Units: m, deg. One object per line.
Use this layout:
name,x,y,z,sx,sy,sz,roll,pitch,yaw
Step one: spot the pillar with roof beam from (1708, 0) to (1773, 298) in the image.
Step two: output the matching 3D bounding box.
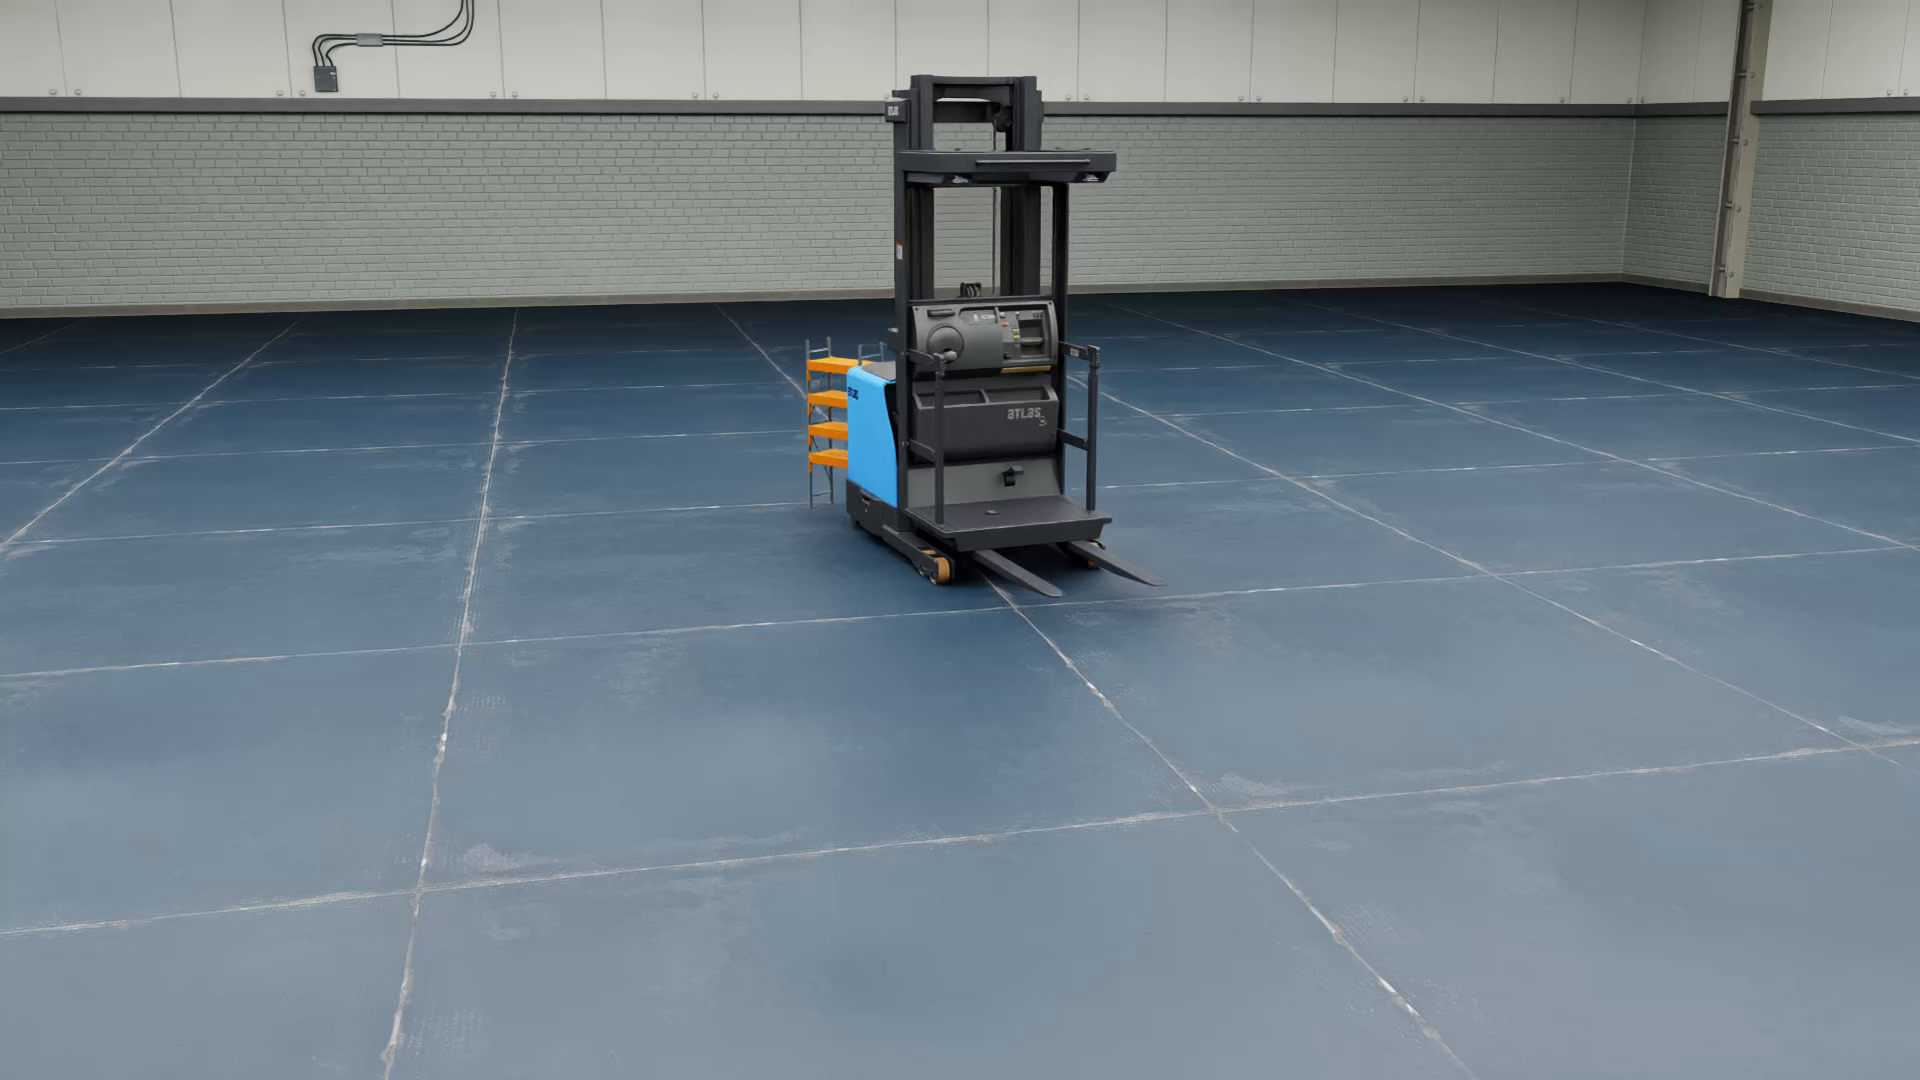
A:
pillar with roof beam,8.330,-8.115,25.181,9.100,9.000,0.400,-3,14,-13

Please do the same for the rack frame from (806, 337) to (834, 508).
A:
rack frame,-0.995,-0.831,11.799,0.015,1.200,0.240,11,17,37

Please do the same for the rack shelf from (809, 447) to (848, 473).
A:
rack shelf,-0.803,-0.537,11.715,0.480,0.148,0.258,11,17,37

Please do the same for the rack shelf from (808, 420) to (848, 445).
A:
rack shelf,-0.803,-0.729,11.668,0.480,0.148,0.258,11,17,37

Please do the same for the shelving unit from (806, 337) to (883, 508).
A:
shelving unit,-0.803,-0.795,11.652,0.503,1.200,0.258,11,17,37

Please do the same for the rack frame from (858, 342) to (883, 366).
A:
rack frame,-0.611,-0.759,11.506,0.015,1.200,0.240,11,17,37

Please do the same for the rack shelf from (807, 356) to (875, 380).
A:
rack shelf,-0.803,-1.177,11.559,0.480,0.148,0.258,11,17,37

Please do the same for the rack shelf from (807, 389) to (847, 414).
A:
rack shelf,-0.803,-0.947,11.615,0.480,0.148,0.258,11,17,37

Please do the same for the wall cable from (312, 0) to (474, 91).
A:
wall cable,-8.279,-9.530,23.807,2.305,6.003,0.169,-3,14,-13

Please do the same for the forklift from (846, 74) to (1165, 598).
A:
forklift,0.239,-1.271,9.954,1.130,2.935,3.031,-5,15,-21
